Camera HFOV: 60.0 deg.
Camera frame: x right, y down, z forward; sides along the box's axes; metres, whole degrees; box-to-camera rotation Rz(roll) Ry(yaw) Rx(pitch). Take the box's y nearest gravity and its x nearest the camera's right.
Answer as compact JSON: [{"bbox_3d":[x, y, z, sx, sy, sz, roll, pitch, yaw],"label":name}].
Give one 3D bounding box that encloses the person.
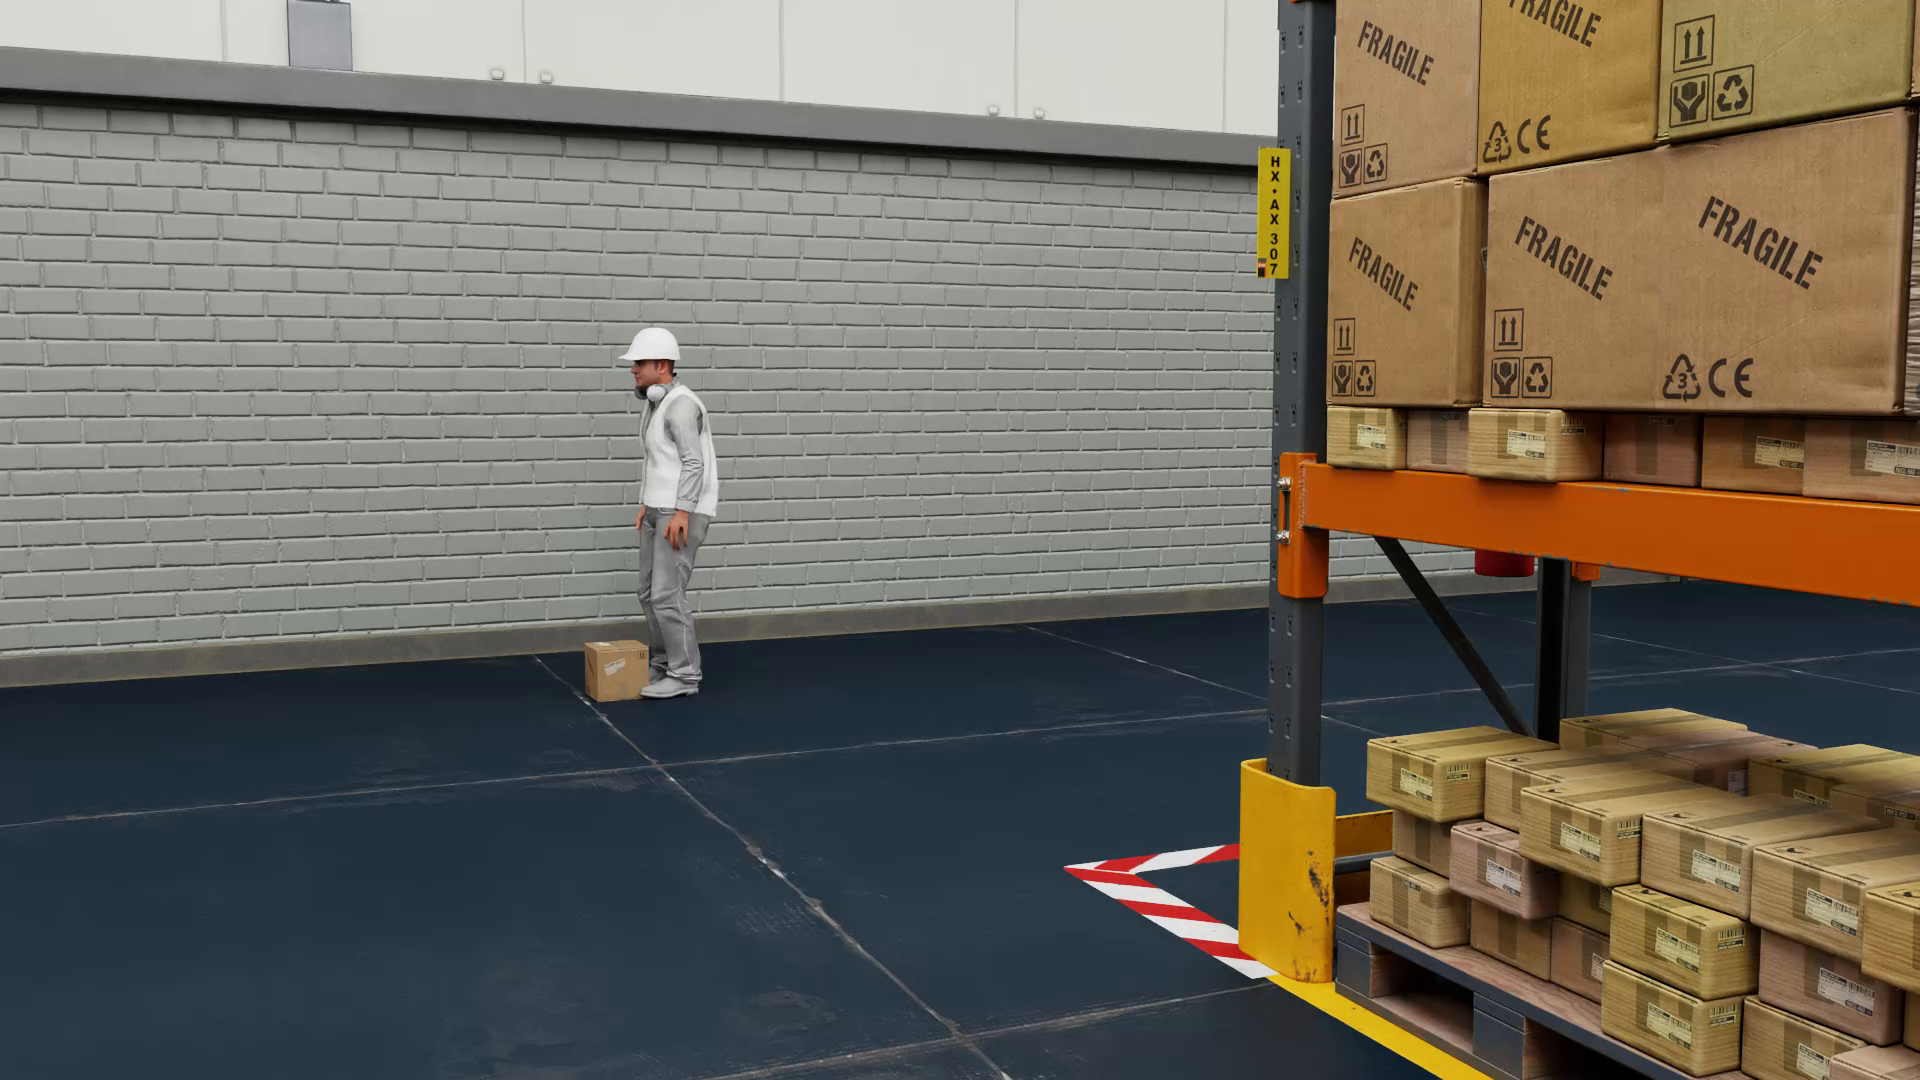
[{"bbox_3d":[-1.418,-0.136,8.070,0.465,1.770,0.590,-3,6,-27],"label":"person"}]
